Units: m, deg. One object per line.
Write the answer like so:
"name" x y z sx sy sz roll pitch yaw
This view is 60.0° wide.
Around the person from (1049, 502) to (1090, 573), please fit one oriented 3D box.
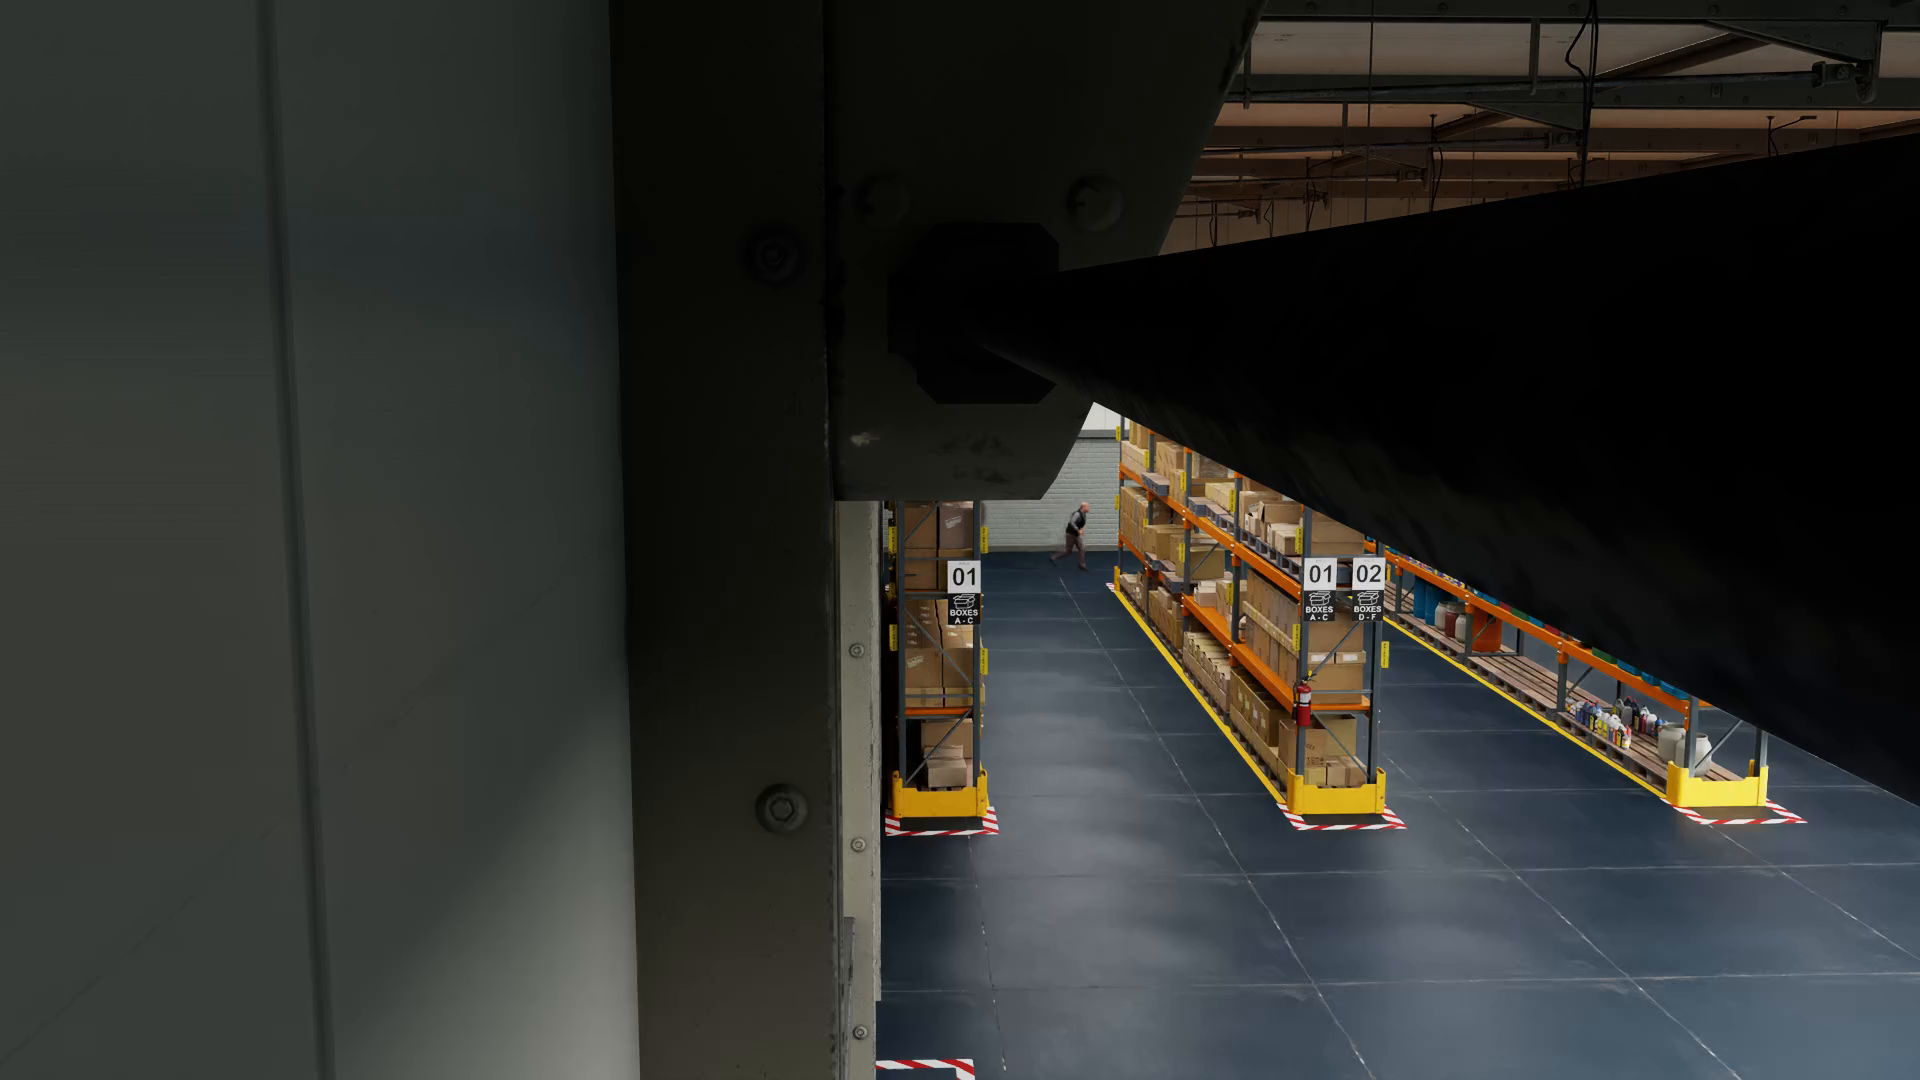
"person" 2.576 -0.076 39.002 0.999 1.683 0.689 2 8 13
